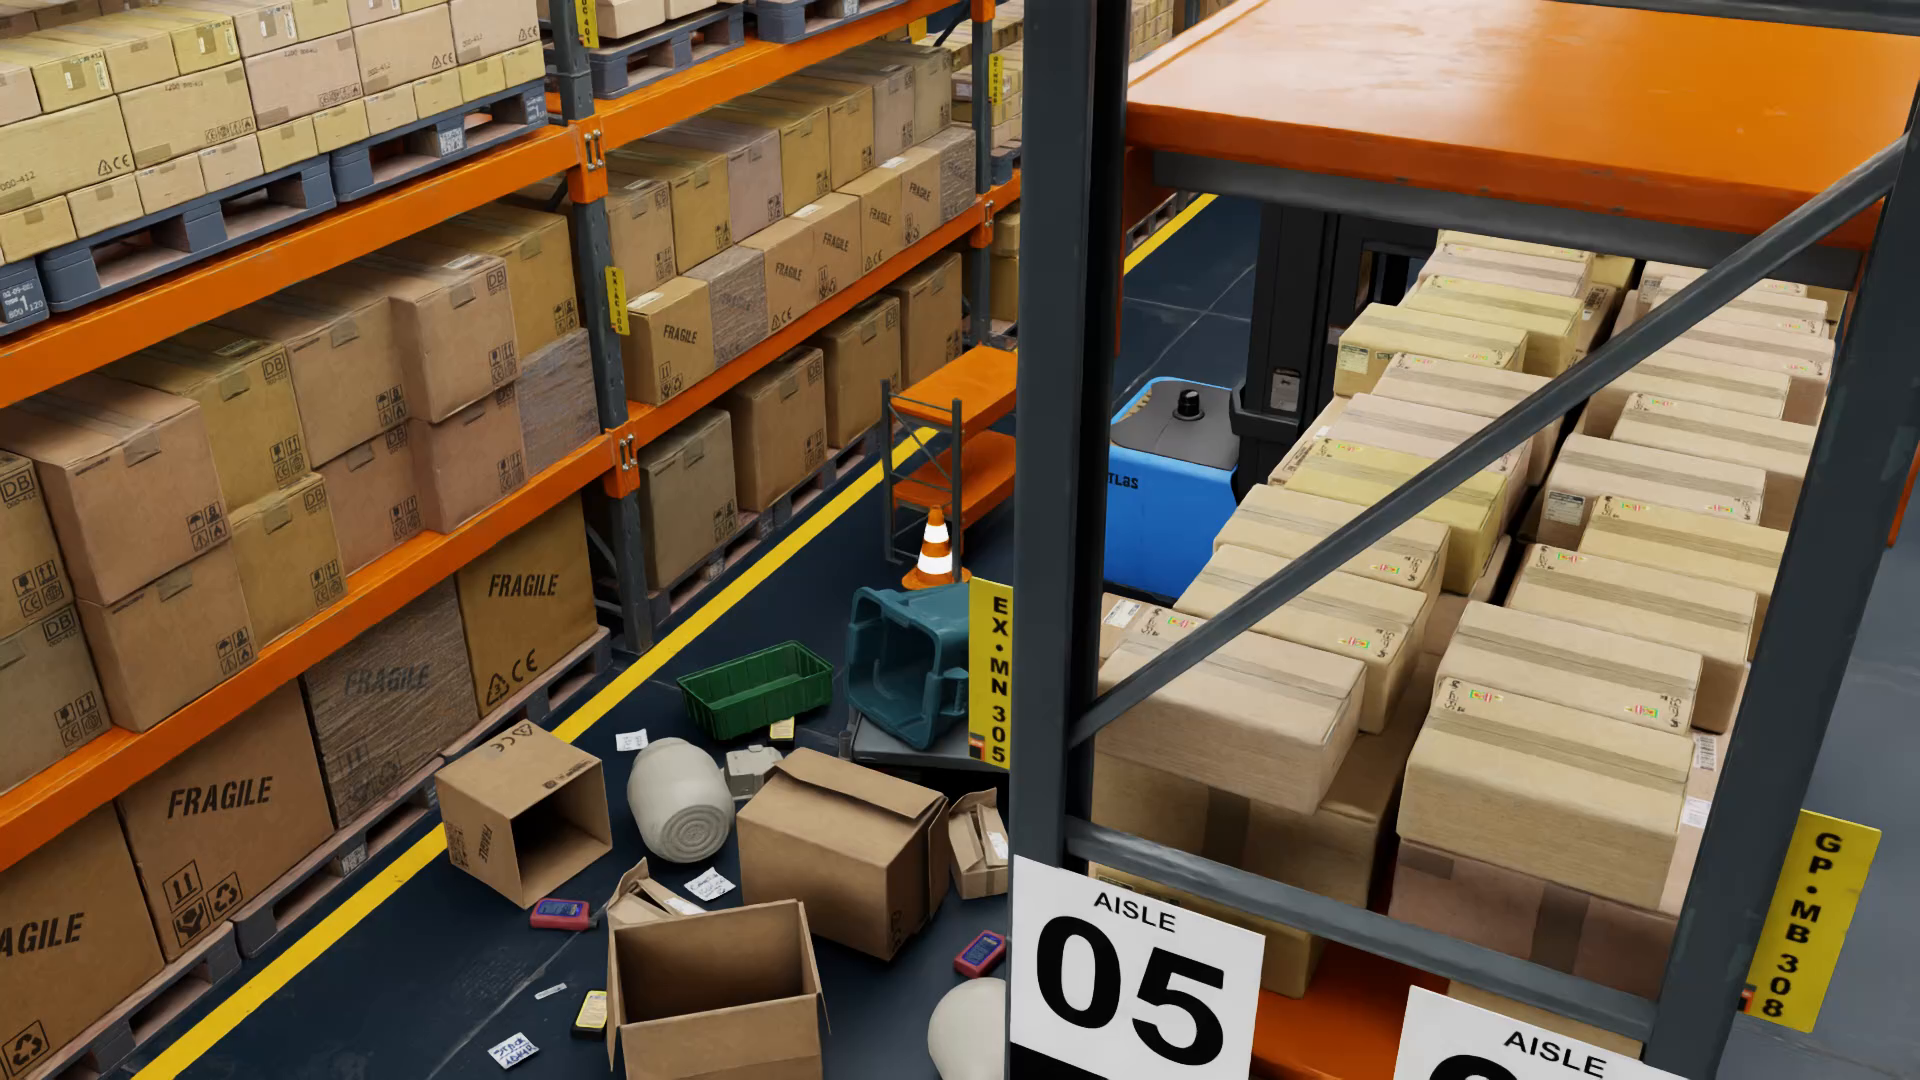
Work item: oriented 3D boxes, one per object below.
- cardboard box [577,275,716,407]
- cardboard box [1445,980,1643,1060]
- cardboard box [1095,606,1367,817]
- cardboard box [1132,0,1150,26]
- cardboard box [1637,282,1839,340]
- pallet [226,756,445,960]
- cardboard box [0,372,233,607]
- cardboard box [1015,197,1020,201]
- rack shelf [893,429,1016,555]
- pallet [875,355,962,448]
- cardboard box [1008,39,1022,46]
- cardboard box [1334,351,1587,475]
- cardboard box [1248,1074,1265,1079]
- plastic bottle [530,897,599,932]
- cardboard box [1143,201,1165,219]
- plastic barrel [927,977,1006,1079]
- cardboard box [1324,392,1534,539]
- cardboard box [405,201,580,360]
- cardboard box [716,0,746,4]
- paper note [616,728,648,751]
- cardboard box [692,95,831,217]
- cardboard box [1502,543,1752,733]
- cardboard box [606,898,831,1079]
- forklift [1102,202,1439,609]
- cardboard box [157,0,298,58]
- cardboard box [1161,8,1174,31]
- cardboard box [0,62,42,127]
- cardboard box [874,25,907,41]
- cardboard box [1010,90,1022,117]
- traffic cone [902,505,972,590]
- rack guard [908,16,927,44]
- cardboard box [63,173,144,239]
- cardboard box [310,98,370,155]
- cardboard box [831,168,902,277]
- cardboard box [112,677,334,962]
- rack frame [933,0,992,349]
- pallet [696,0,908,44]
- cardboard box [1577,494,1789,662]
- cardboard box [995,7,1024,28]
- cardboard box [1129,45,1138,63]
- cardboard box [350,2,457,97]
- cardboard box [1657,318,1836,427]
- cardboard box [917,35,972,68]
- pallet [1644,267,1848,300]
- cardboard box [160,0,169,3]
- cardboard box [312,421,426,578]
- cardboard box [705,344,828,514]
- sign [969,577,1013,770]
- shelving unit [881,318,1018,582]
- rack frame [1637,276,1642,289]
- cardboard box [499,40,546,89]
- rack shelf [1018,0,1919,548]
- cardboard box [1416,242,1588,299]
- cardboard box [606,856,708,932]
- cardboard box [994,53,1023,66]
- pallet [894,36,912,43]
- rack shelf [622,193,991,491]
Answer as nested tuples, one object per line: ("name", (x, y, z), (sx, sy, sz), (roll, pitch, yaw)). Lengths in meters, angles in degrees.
("cardboard box", (-1.607, -1.042, 8.451), (0.500, 0.500, 0.500), (15, 33, 24))
("cardboard box", (0.984, 0.760, 2.655), (0.380, 0.149, 0.250), (14, 33, 23))
("cardboard box", (0.435, 0.271, 2.706), (0.380, 0.149, 0.250), (15, 33, 24))
("cardboard box", (1.308, -4.248, 13.369), (0.380, 0.149, 0.250), (13, 32, 22))
("cardboard box", (2.175, -0.632, 4.678), (0.500, 0.250, 0.500), (14, 33, 22))
("pallet", (-3.057, 1.245, 7.370), (1.003, 0.211, 1.213), (14, 33, 23))
("cardboard box", (-3.161, -0.224, 5.893), (0.875, 0.550, 0.550), (14, 33, 23))
("cardboard box", (0.496, -2.498, 12.424), (0.500, 0.250, 0.500), (14, 33, 23))
("rack shelf", (0.066, -0.313, 9.631), (0.538, 0.278, 1.000), (18, 34, 28))
("pallet", (-0.690, -1.058, 11.380), (1.003, 0.211, 1.213), (14, 33, 23))
("cardboard box", (0.258, -3.811, 12.906), (0.380, 0.149, 0.250), (14, 33, 22))
("cardboard box", (1.228, -0.306, 4.110), (0.500, 0.250, 0.500), (15, 33, 24))
("cardboard box", (0.582, 1.143, 3.344), (0.700, 0.500, 0.500), (13, 33, 22))
("plastic bottle", (-1.640, 1.569, 6.956), (0.283, 0.061, 0.133), (4, 30, 6))
("cardboard box", (1.445, -3.086, 14.200), (0.500, 0.500, 0.500), (14, 33, 22))
("plastic barrel", (0.137, 1.883, 6.045), (0.421, 0.421, 0.512), (-12, 32, -20))
("cardboard box", (0.966, -0.160, 3.456), (0.380, 0.149, 0.250), (14, 33, 23))
("cardboard box", (-2.285, -1.204, 7.599), (0.875, 0.550, 0.550), (14, 33, 23))
("cardboard box", (-1.216, -2.806, 8.342), (0.380, 0.149, 0.250), (14, 33, 23))
("paper note", (-1.587, 0.965, 8.039), (0.147, 0.020, 0.142), (-7, 31, -11))
("cardboard box", (-1.171, -2.201, 9.466), (0.700, 0.500, 0.500), (14, 33, 23))
("cardboard box", (1.248, 0.277, 3.095), (0.500, 0.250, 0.500), (14, 33, 23))
("cardboard box", (-0.910, 1.755, 6.189), (0.797, 0.503, 0.637), (-7, 31, -11))
("forklift", (2.183, -0.715, 8.051), (3.031, 2.935, 1.130), (14, 33, 23))
("cardboard box", (-2.545, -1.796, 5.782), (0.380, 0.149, 0.250), (14, 33, 23))
("cardboard box", (1.553, -4.354, 13.851), (0.380, 0.149, 0.250), (15, 33, 25))
("cardboard box", (-3.009, -1.342, 4.993), (0.380, 0.149, 0.250), (14, 33, 22))
("cardboard box", (-1.210, -6.275, 19.377), (0.875, 0.875, 0.875), (14, 33, 23))
("cardboard box", (0.256, -3.091, 11.653), (0.380, 0.149, 0.250), (16, 34, 26))
("traffic cone", (-0.131, 0.022, 9.247), (0.336, 0.463, 0.334), (14, 33, 23))
("rack guard", (-0.978, -6.243, 20.119), (1.175, 0.500, 0.348), (14, 33, 23))
("cardboard box", (-2.892, -1.109, 5.387), (0.380, 0.149, 0.250), (14, 33, 23))
("cardboard box", (-2.430, -1.559, 6.171), (0.380, 0.149, 0.250), (15, 33, 24))
("cardboard box", (-0.687, -1.940, 10.015), (0.500, 0.500, 0.500), (14, 33, 22))
("cardboard box", (-3.259, 0.980, 6.743), (0.875, 0.875, 0.875), (14, 33, 23))
("rack frame", (-0.264, -2.599, 11.265), (1.000, 3.000, 0.127), (14, 33, 23))
("pallet", (-1.017, -3.024, 9.182), (1.003, 0.211, 1.213), (16, 33, 26))
("cardboard box", (1.338, 0.070, 3.056), (0.380, 0.149, 0.250), (14, 33, 23))
("cardboard box", (0.381, -4.060, 13.041), (0.380, 0.149, 0.250), (16, 33, 25))
("cardboard box", (1.206, -3.889, 13.340), (0.380, 0.149, 0.250), (13, 32, 21))
("cardboard box", (-2.313, -1.916, 6.392), (0.500, 0.250, 0.500), (14, 33, 23))
("cardboard box", (1.795, -0.387, 3.851), (0.380, 0.149, 0.250), (15, 33, 24))
("cardboard box", (-0.095, -3.598, 12.237), (0.380, 0.149, 0.250), (15, 33, 25))
("pallet", (2.742, -1.217, 6.033), (1.213, 0.211, 1.003), (14, 33, 23))
("cardboard box", (-3.017, -2.053, 6.230), (0.380, 0.149, 0.250), (15, 33, 24))
("cardboard box", (-2.825, -0.263, 7.046), (0.875, 0.550, 0.550), (14, 33, 23))
("cardboard box", (-1.441, -0.755, 9.890), (1.050, 0.750, 0.750), (14, 33, 23))
("sign", (0.059, 0.206, 2.479), (0.100, 0.325, 0.005), (14, 33, 23))
("shelving unit", (0.066, -0.525, 9.510), (0.538, 1.125, 1.048), (18, 34, 28))
("rack frame", (2.366, 0.252, 6.299), (1.000, 3.000, 0.127), (14, 33, 23))
("cardboard box", (-1.968, -2.009, 6.955), (0.380, 0.149, 0.250), (14, 33, 23))
("rack shelf", (1.455, -1.150, 3.441), (1.077, 0.370, 4.000), (14, 33, 23))
("cardboard box", (1.388, -0.630, 4.275), (0.380, 0.149, 0.250), (14, 33, 23))
("cardboard box", (-1.230, 1.539, 6.803), (0.396, 0.266, 0.258), (21, 36, 32))
("cardboard box", (0.355, -3.319, 11.751), (0.380, 0.149, 0.250), (14, 33, 23))
("pallet", (-1.284, -5.734, 19.524), (1.003, 0.211, 1.213), (14, 33, 23))
("rack shelf", (-1.175, -1.401, 9.900), (1.077, 0.370, 4.000), (14, 33, 23))
